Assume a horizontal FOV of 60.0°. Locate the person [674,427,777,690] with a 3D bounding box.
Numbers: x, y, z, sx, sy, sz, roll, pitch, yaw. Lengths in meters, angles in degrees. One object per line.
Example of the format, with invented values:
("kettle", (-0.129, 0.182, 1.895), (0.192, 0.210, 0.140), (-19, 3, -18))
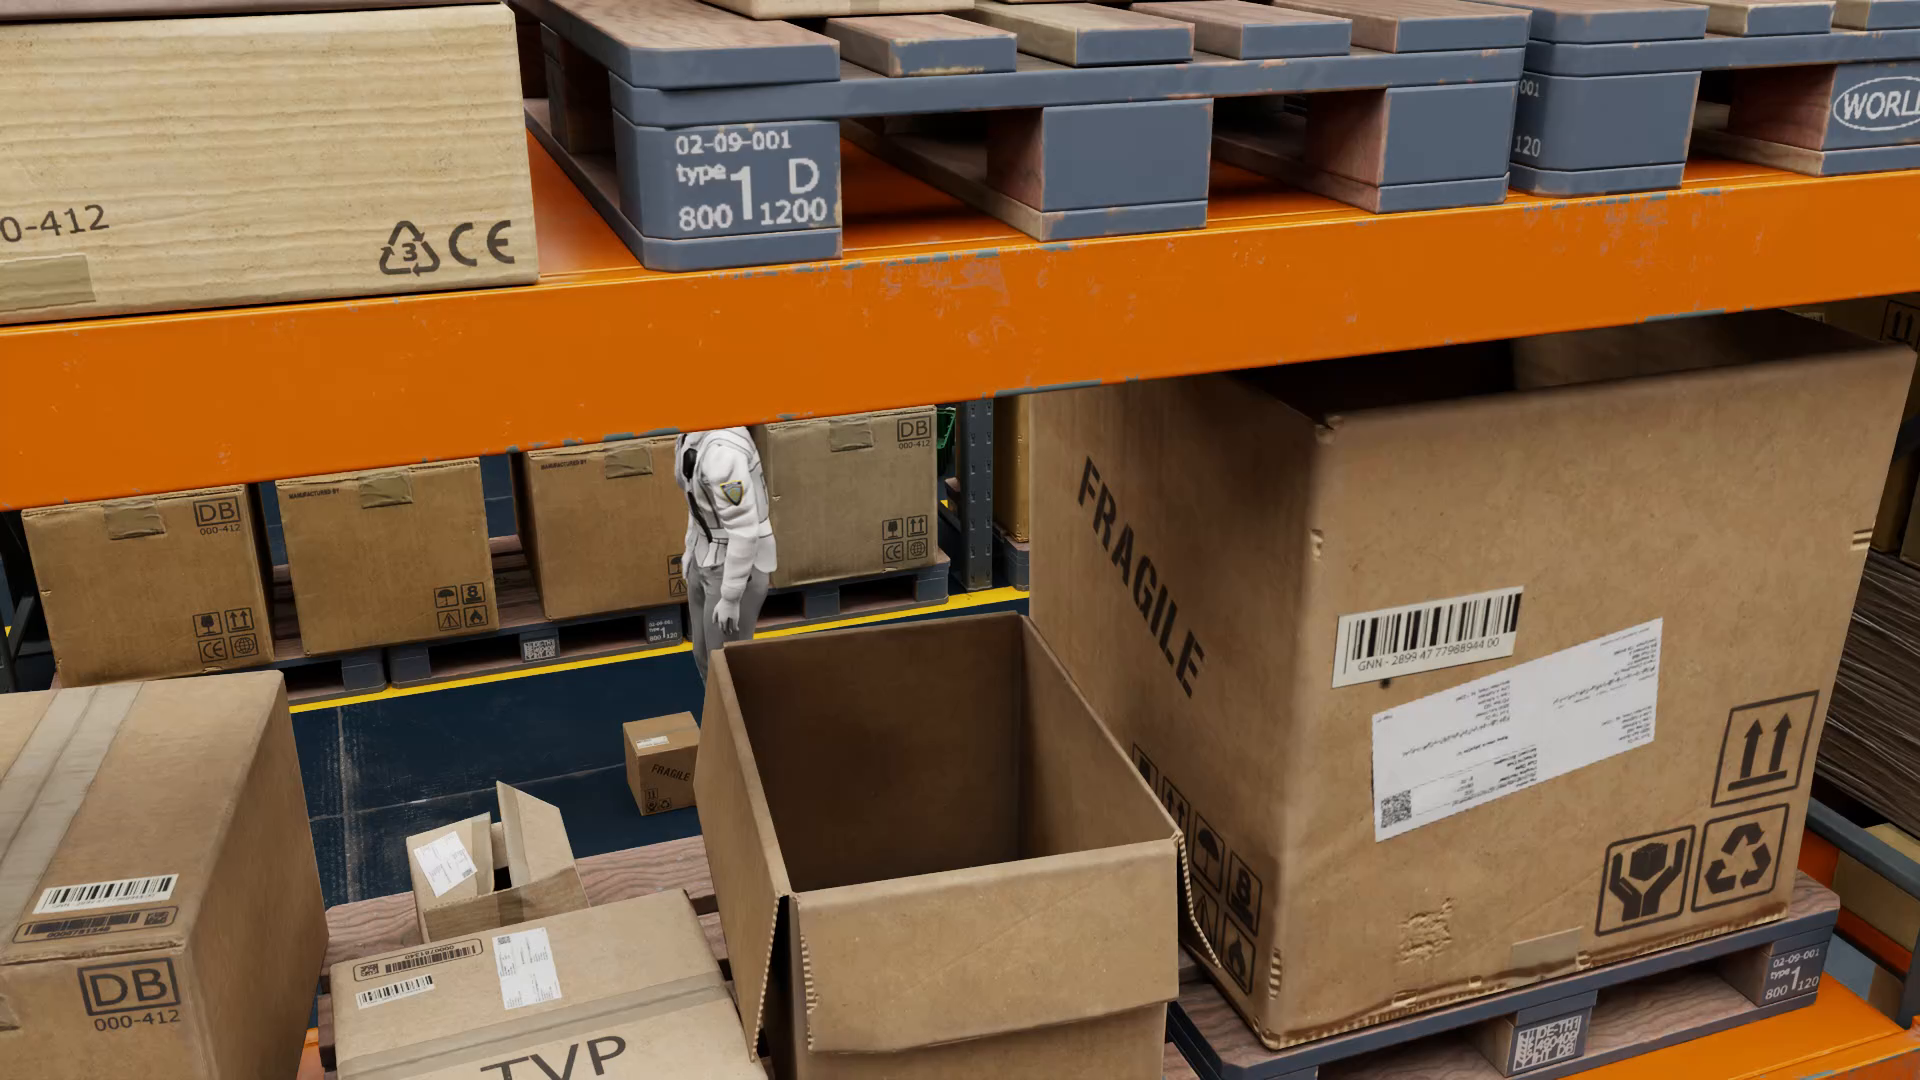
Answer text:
("person", (-0.838, 0.120, 5.802), (0.375, 1.664, 0.540), (-9, 24, -21))
